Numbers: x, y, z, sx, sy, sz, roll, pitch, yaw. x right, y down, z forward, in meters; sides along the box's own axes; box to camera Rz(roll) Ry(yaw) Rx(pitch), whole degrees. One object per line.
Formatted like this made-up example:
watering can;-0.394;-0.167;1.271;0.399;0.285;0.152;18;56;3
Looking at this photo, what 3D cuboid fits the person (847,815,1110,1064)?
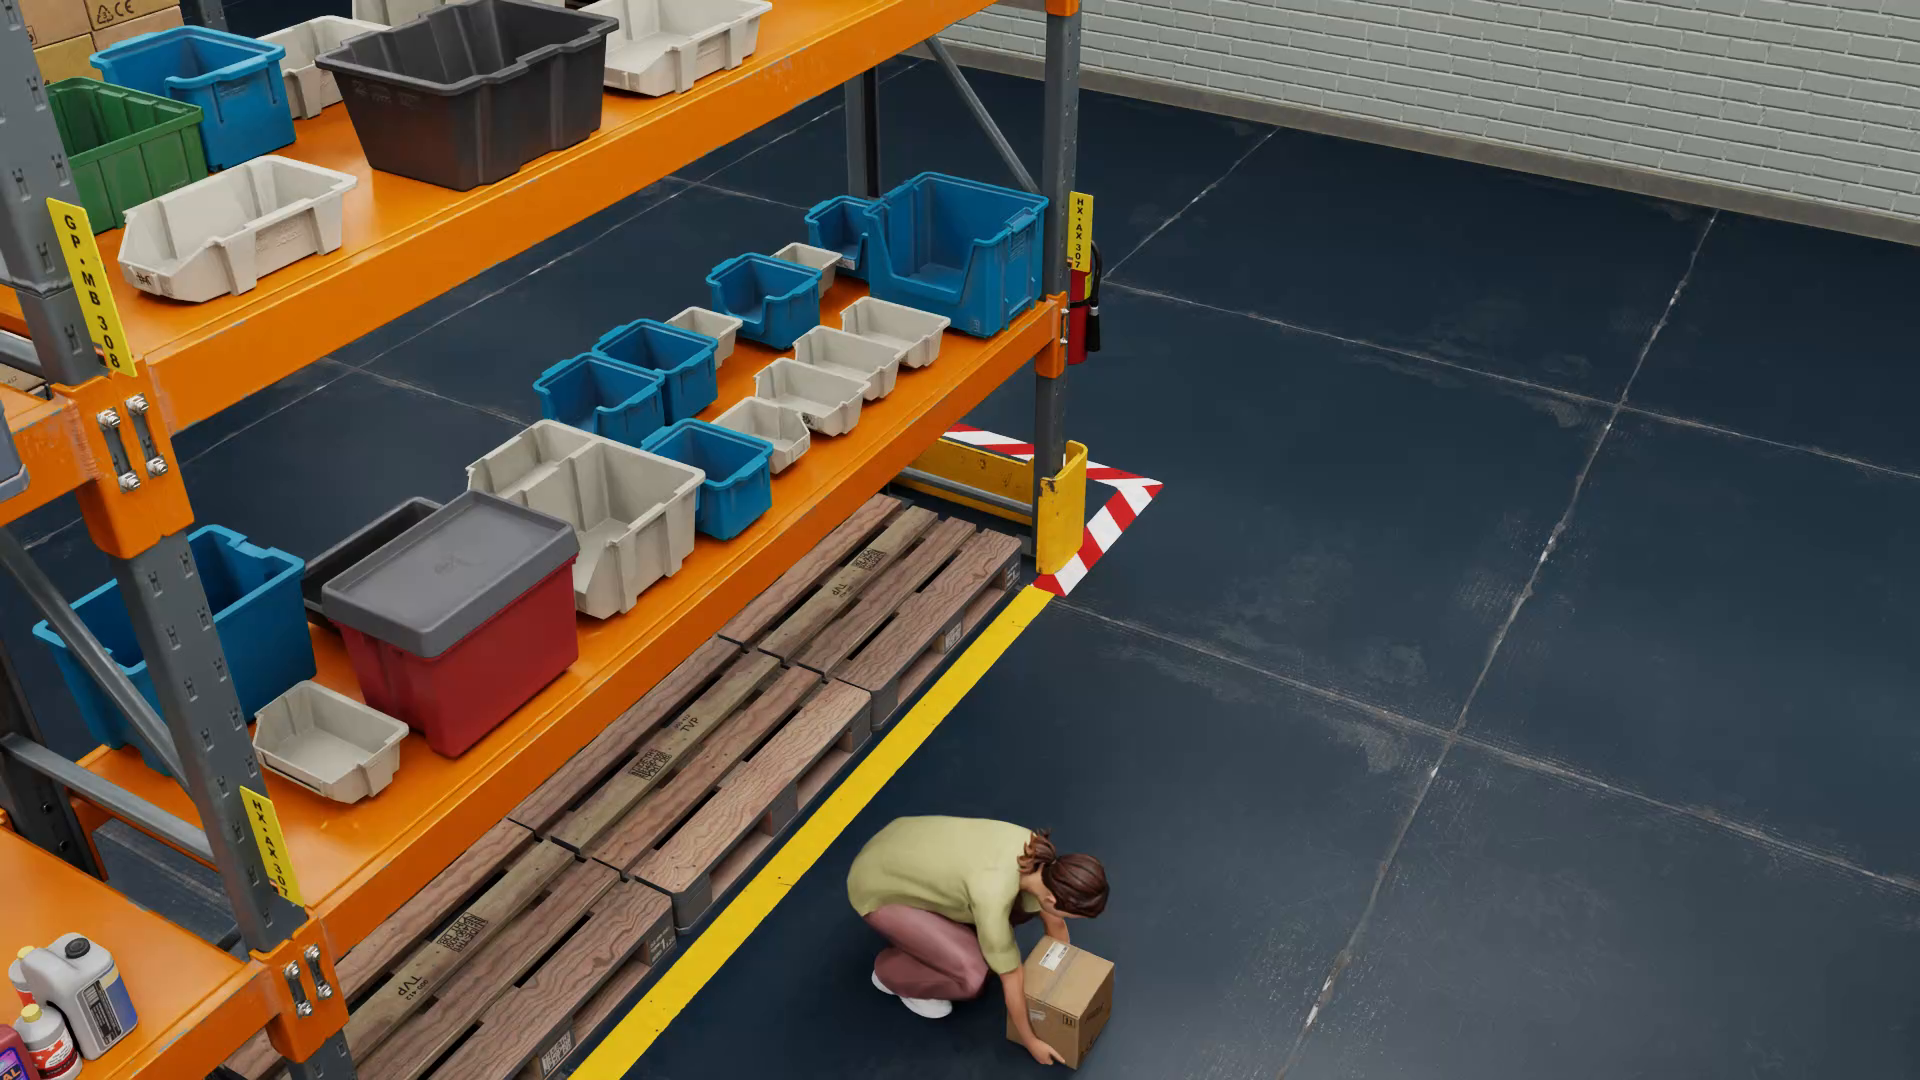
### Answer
person;0.054;1.204;5.274;0.845;0.784;0.468;17;38;23
